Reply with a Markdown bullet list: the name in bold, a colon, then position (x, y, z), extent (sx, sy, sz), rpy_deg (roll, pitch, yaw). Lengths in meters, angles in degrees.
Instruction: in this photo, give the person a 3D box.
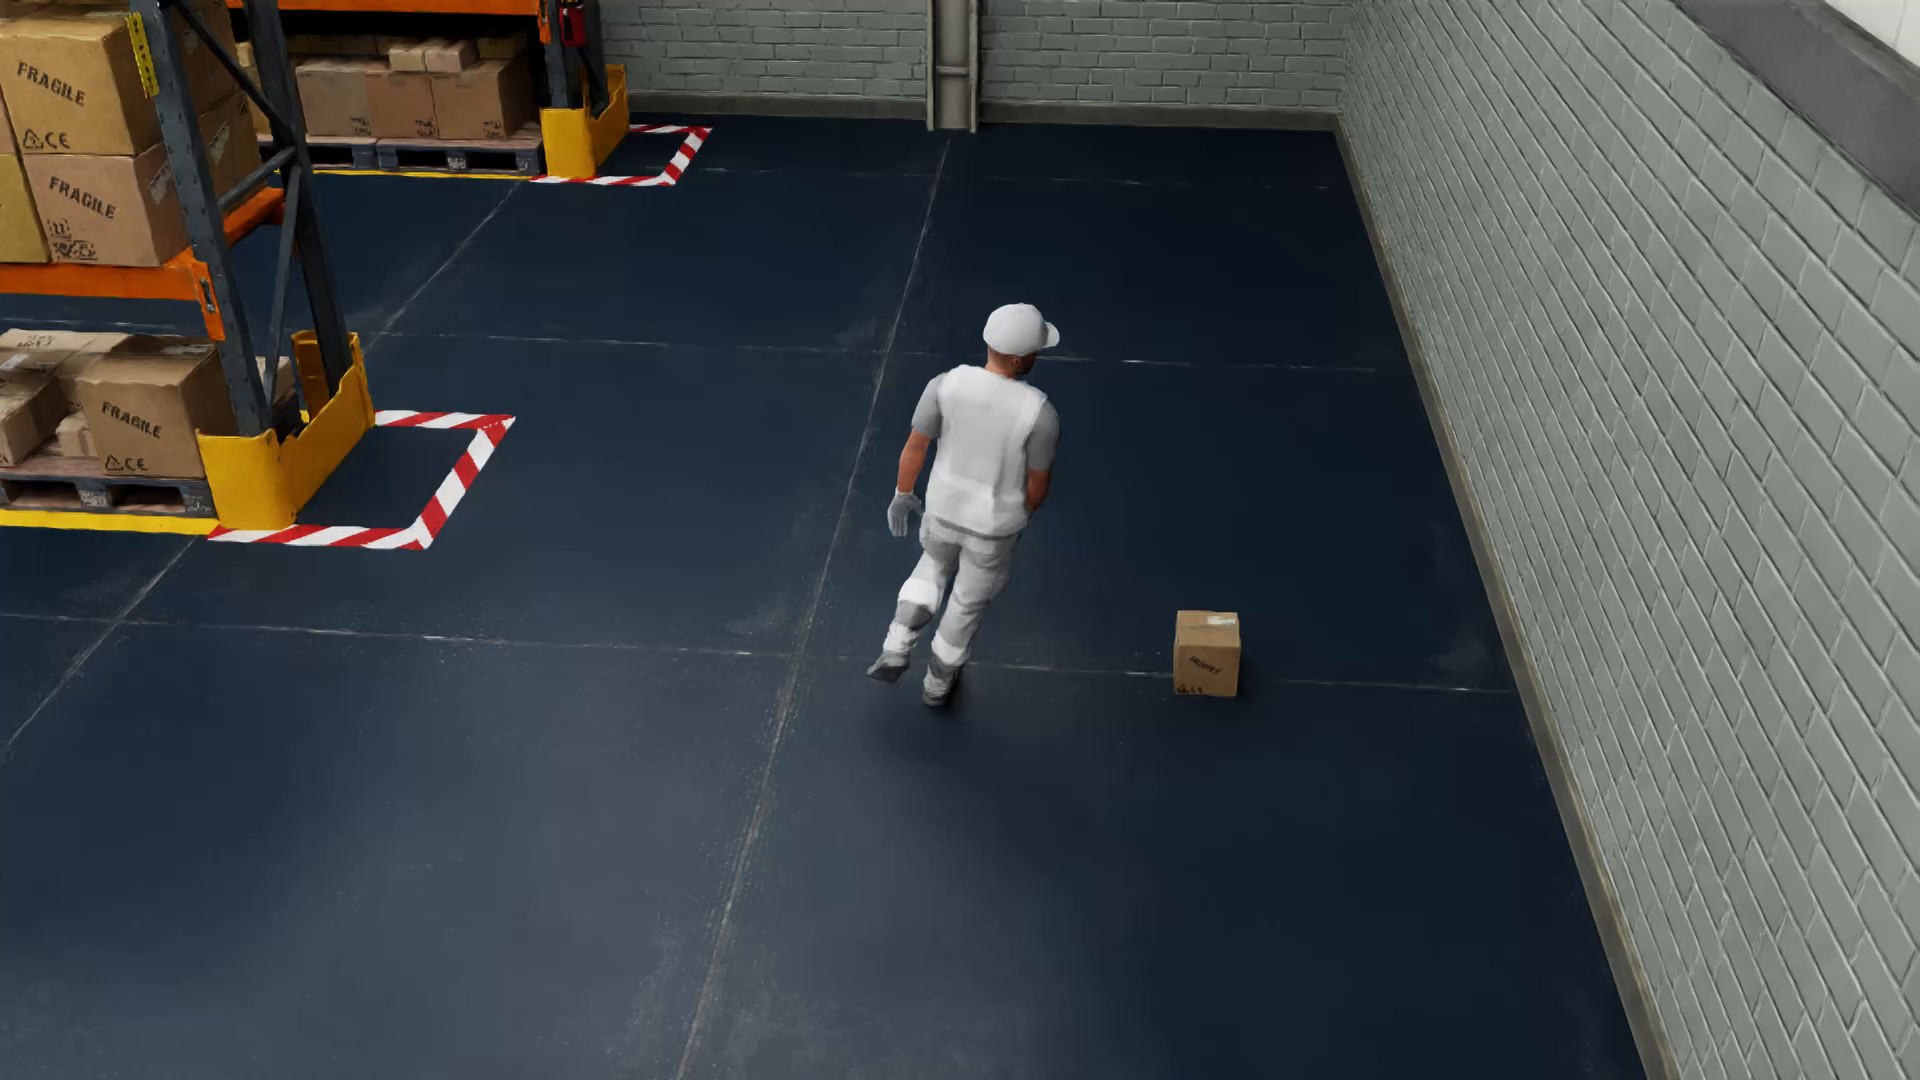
- **person**: position (0.019, -0.093, 6.275), extent (0.731, 1.761, 0.519), rpy_deg (12, 34, 18)
